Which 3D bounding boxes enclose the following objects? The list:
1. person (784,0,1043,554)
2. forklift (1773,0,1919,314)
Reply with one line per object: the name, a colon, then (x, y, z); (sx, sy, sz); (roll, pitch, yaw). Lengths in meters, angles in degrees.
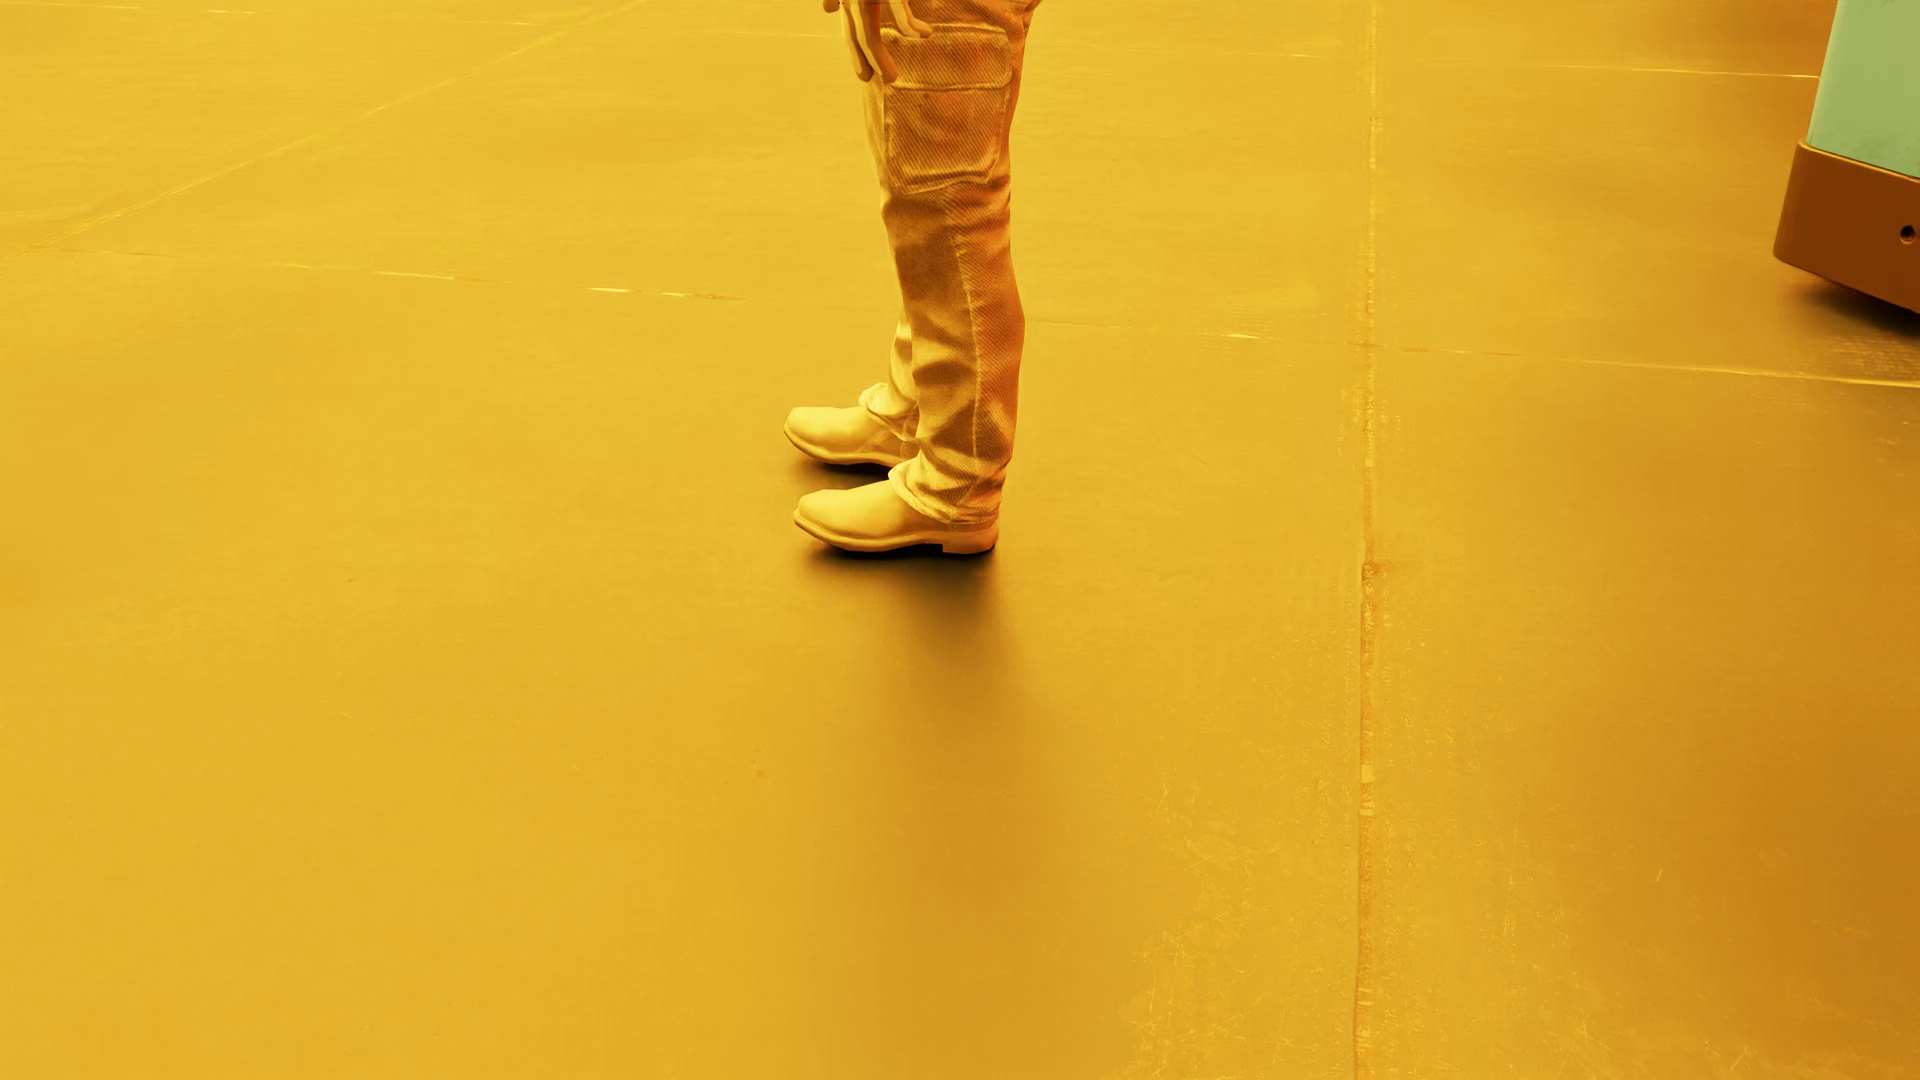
person: (-0.069, -0.813, 2.116); (0.575, 1.784, 0.656); (6, 27, 11)
forklift: (3.301, -1.873, 2.959); (3.031, 2.935, 1.130); (-9, 28, -17)
